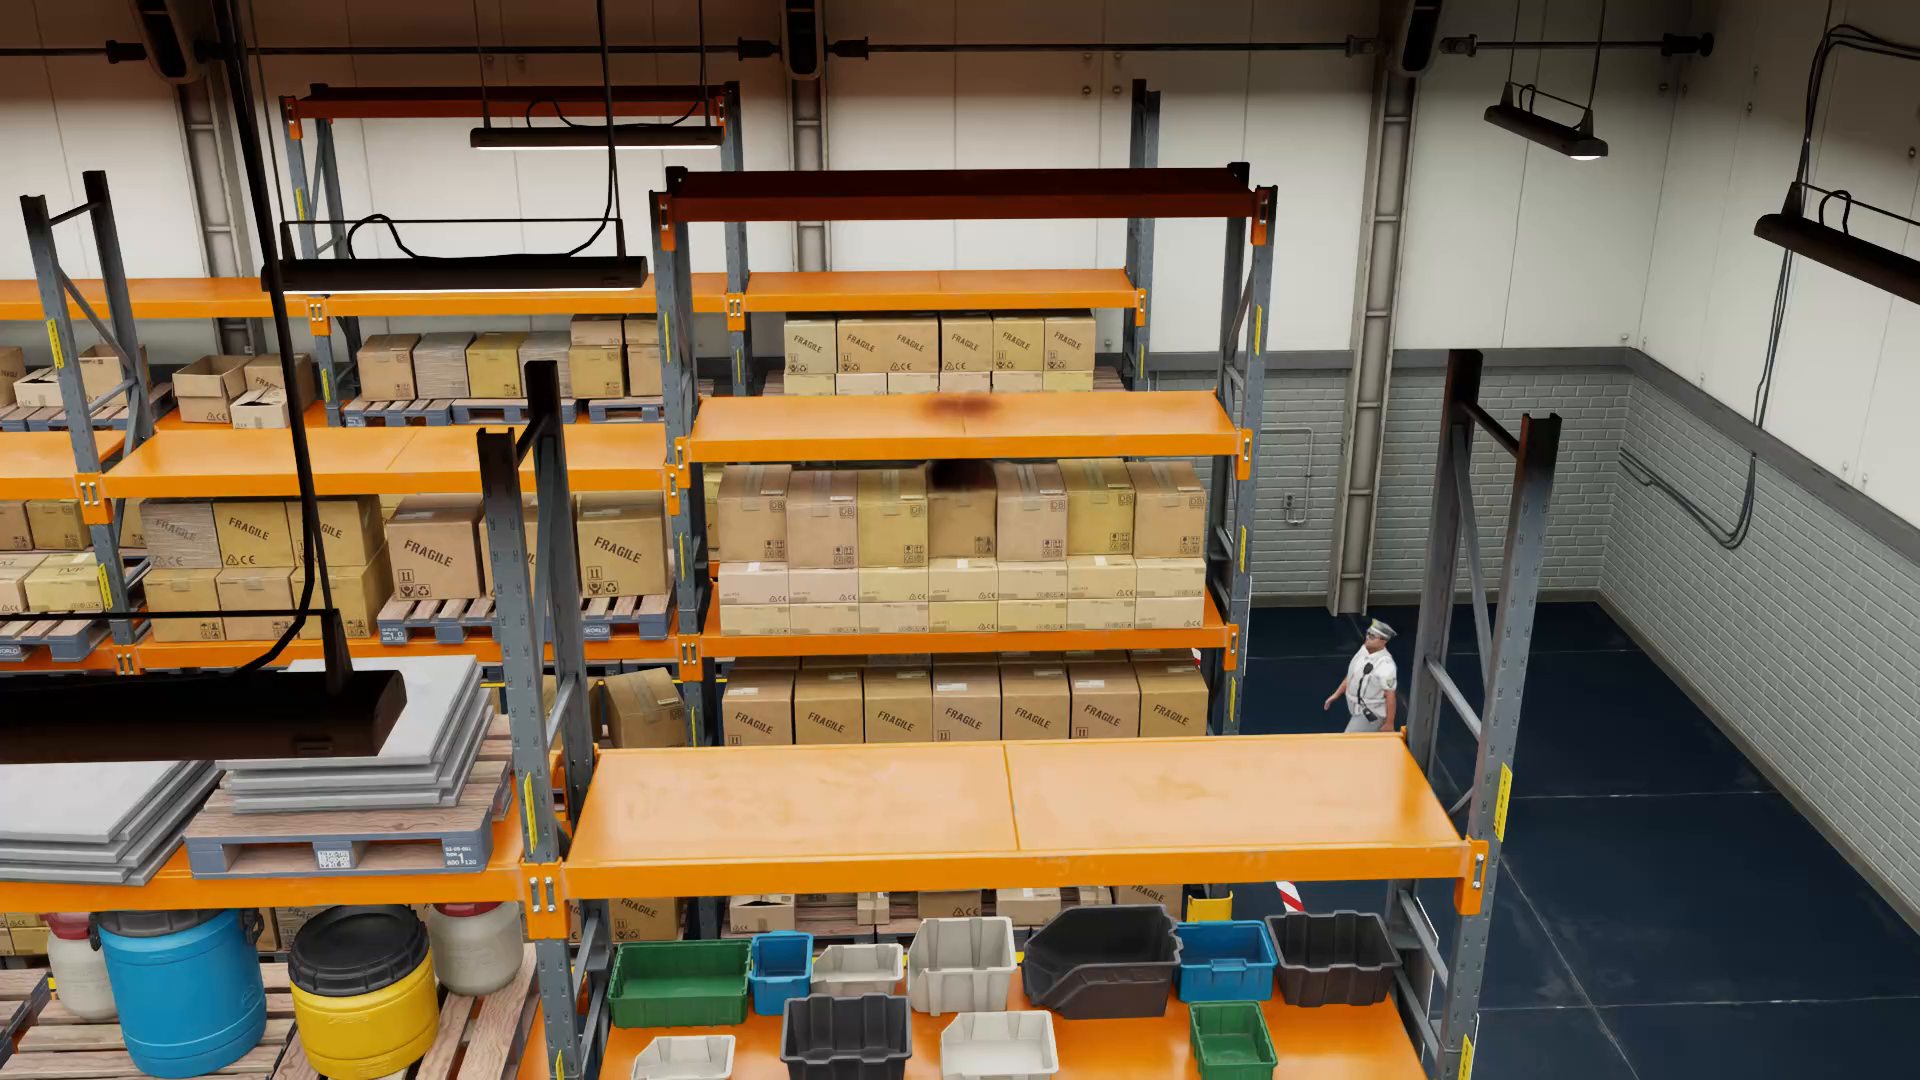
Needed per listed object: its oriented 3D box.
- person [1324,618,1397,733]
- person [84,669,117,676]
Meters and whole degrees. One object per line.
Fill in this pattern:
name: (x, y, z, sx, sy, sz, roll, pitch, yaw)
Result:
person: (3.621, 1.500, 15.102, 1.052, 1.724, 0.523, 2, 22, 5)
person: (-7.853, 1.492, 15.439, 0.482, 1.661, 0.324, 1, 22, 2)
